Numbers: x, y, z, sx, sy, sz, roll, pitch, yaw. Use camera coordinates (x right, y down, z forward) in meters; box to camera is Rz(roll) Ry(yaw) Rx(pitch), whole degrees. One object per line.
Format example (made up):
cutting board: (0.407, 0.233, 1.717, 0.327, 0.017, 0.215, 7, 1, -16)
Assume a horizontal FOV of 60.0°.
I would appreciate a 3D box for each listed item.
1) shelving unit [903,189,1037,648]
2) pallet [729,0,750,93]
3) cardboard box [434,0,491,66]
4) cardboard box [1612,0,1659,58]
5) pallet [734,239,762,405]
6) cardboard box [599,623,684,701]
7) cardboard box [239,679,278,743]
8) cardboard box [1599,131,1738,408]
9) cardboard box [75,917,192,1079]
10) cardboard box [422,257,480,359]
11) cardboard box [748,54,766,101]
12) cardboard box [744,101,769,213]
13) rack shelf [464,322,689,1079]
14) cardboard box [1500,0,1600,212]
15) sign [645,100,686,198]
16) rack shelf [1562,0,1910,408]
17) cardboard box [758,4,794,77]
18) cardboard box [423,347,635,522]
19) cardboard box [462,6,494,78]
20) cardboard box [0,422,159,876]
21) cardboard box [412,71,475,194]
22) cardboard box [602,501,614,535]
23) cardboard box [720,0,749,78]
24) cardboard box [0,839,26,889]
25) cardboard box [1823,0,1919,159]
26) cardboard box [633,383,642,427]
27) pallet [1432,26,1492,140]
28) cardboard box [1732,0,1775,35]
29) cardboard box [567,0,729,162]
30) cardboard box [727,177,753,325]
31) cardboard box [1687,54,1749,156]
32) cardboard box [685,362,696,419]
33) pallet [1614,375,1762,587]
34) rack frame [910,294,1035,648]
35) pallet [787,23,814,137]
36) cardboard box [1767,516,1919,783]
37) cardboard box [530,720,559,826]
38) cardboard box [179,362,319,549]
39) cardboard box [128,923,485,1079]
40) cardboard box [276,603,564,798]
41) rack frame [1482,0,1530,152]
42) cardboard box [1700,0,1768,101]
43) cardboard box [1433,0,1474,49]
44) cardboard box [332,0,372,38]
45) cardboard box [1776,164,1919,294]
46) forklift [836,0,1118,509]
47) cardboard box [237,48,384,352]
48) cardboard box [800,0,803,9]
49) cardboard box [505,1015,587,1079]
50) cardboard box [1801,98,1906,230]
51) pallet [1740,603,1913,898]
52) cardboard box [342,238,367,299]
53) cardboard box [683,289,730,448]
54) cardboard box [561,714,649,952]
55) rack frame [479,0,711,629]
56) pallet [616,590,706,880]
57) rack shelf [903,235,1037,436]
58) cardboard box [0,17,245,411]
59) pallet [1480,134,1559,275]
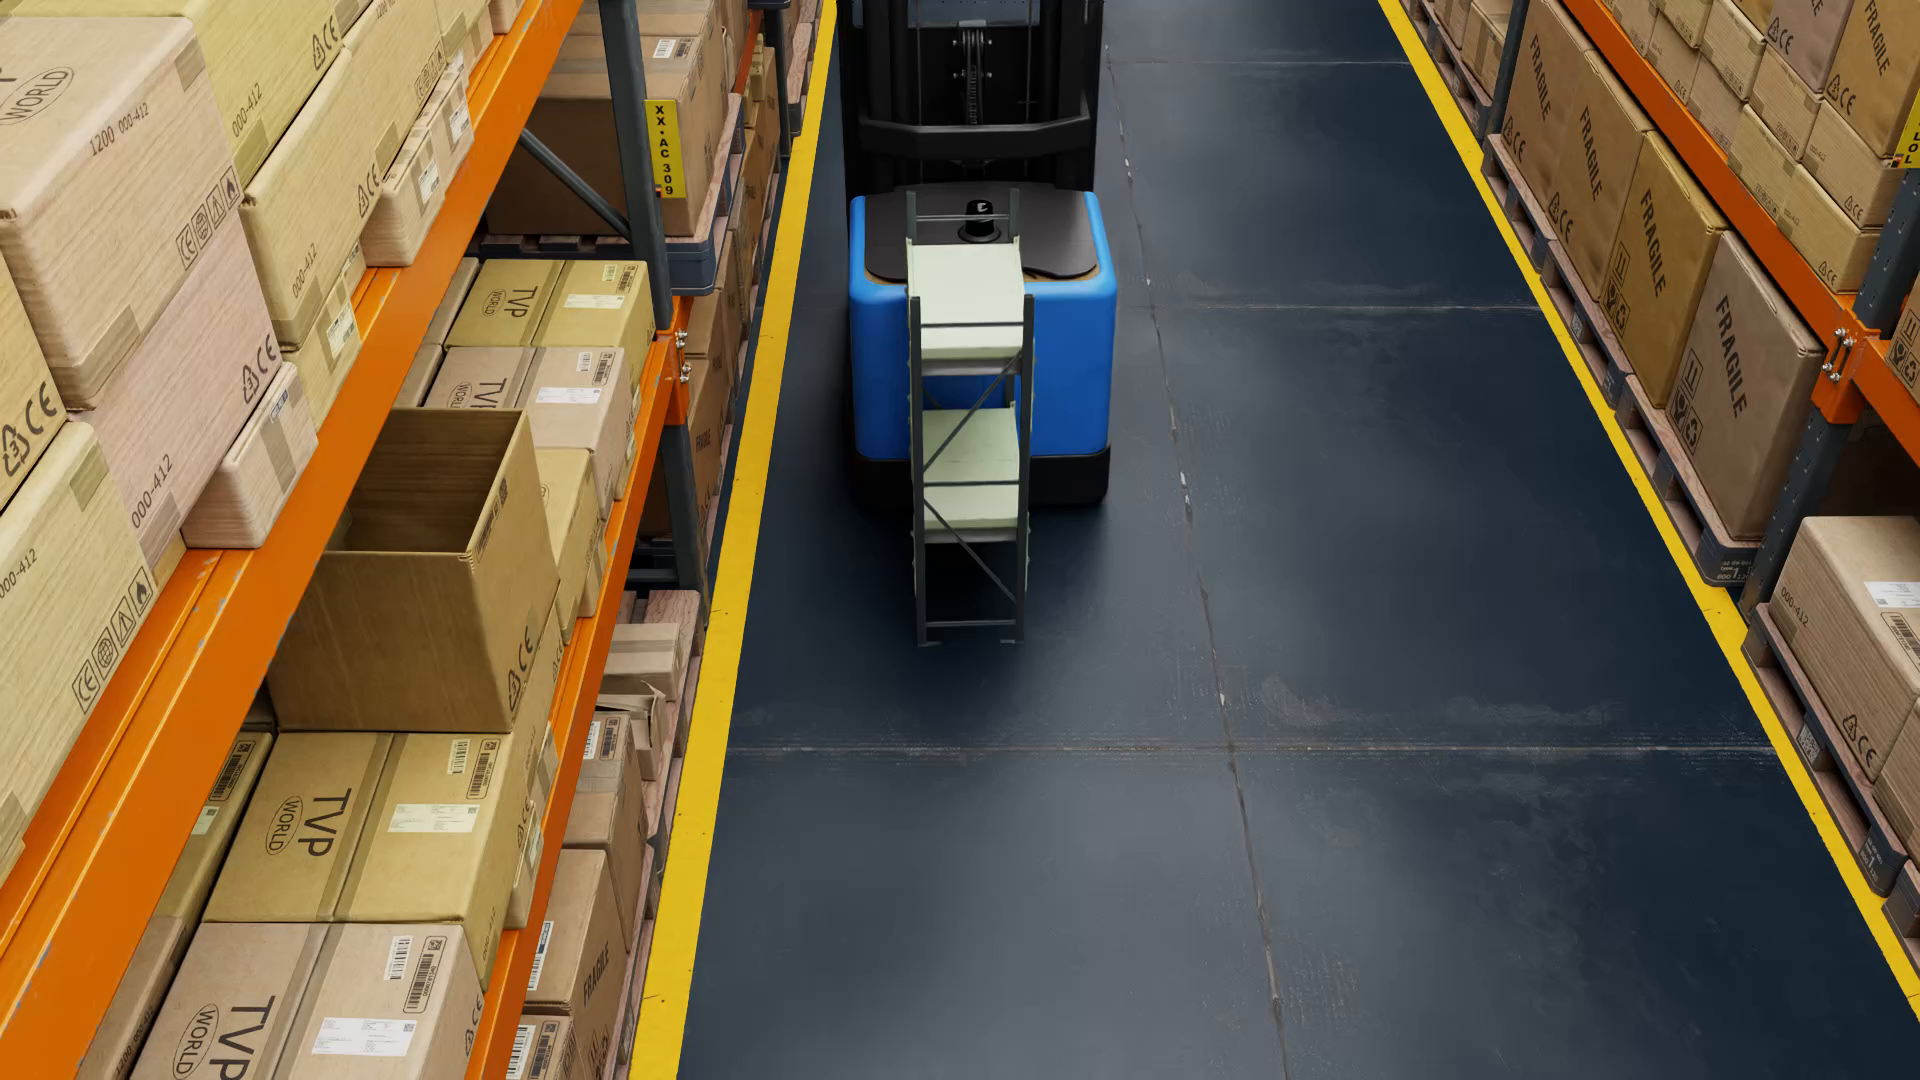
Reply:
shelving unit: (0.024, -0.422, 6.078, 0.431, 1.500, 0.755, -2, 39, -2)
pallet: (-1.460, -2.082, 7.103, 1.003, 0.211, 1.213, 0, 39, 0)
cardboard box: (-1.211, -1.153, 3.273, 0.500, 0.250, 0.500, 1, 39, 1)
cardboard box: (3.259, -2.365, 7.422, 0.500, 0.250, 0.500, 1, 39, 1)
pallet: (-1.505, -1.057, 7.900, 1.003, 0.211, 1.213, 0, 39, 0)
cardboard box: (-1.168, 0.425, 5.765, 0.380, 0.149, 0.250, -1, 39, -1)
cardboard box: (-1.719, 0.326, 3.827, 0.500, 0.250, 0.500, 0, 39, 0)
cardboard box: (3.412, -1.165, 7.168, 0.875, 0.875, 0.875, 1, 39, 1)
cardboard box: (-1.723, 0.962, 3.032, 0.500, 0.250, 0.500, 0, 39, 0)
cardboard box: (-1.731, -0.619, 5.006, 0.500, 0.250, 0.500, 0, 39, -1)
cardboard box: (-1.181, -2.335, 8.410, 0.380, 0.149, 0.250, -2, 39, -2)
cardboard box: (-1.261, -1.984, 8.490, 0.500, 0.500, 0.500, -1, 39, -1)
rack shelf: (-1.460, 0.660, 4.103, 1.077, 0.370, 4.000, 0, 39, 0)
cardboard box: (3.415, -2.282, 8.562, 0.875, 0.875, 0.875, 0, 39, 0)
sign: (-0.919, -1.214, 5.175, 0.100, 0.325, 0.005, 0, 39, 0)
rack shelf: (3.500, -1.847, 7.232, 1.077, 0.370, 4.000, 0, 39, 0)
cardboard box: (-1.454, -3.000, 9.658, 0.875, 0.625, 0.625, 1, 39, 1)
cardboard box: (-1.202, -0.297, 4.605, 0.500, 0.250, 0.500, 0, 39, 0)
cardboard box: (-1.211, -1.078, 3.498, 0.380, 0.149, 0.250, 1, 39, 1)
cardboard box: (-1.184, 0.124, 1.680, 0.500, 0.250, 0.500, 0, 39, -1)
cardboard box: (-1.135, -0.757, 3.098, 0.380, 0.149, 0.250, 1, 39, 1)
cardboard box: (-1.189, -0.085, 4.658, 0.380, 0.149, 0.250, 1, 39, 1)
cardboard box: (-1.240, -2.192, 6.670, 0.700, 0.500, 0.500, 0, 39, 0)
cardboard box: (-1.225, 0.358, 1.707, 0.380, 0.149, 0.250, 1, 39, 1)
cardboard box: (3.250, -1.586, 5.451, 0.500, 0.500, 0.500, 1, 39, 1)
cardboard box: (-1.187, -0.411, 5.066, 0.380, 0.149, 0.250, 1, 39, 1)
pallet: (3.498, -2.779, 10.049, 1.003, 0.211, 1.213, 0, 39, 0)
cardboard box: (3.261, -2.226, 6.250, 0.500, 0.500, 0.500, 1, 39, 1)
cardboard box: (-1.239, -1.701, 6.058, 0.700, 0.500, 0.500, 0, 39, 0)
cardboard box: (-1.238, -1.332, 7.677, 0.500, 0.500, 0.500, -1, 39, -2)
cardboard box: (3.268, -1.733, 6.634, 0.500, 0.250, 0.500, -1, 39, -1)
cardboard box: (-1.196, -0.538, 6.167, 0.380, 0.149, 0.250, 2, 39, 2)
pallet: (3.426, -0.272, 6.920, 1.003, 0.211, 1.213, 0, 39, 0)
rack frame: (0.040, -0.194, 5.792, 0.400, 1.500, 0.023, -2, 39, -2)
pallet: (-1.428, -2.800, 10.075, 1.003, 0.211, 1.213, 0, 39, 0)
cardboard box: (3.395, 0.351, 5.626, 0.875, 0.438, 0.875, -1, 39, -1)
cardboard box: (-1.156, 0.552, 3.864, 0.380, 0.149, 0.250, 1, 39, 1)
cardboard box: (-1.132, -0.122, 2.306, 0.380, 0.149, 0.250, 1, 39, 1)
cardboard box: (-1.189, 0.973, 3.019, 0.500, 0.250, 0.500, 0, 39, 0)
cardboard box: (-1.215, 0.336, 3.814, 0.500, 0.250, 0.500, -1, 39, -1)
rack frame: (3.497, -3.379, 8.568, 1.000, 3.000, 0.127, 0, 39, 0)
cardboard box: (3.244, -1.926, 6.475, 0.500, 0.250, 0.500, 1, 39, 1)
cardboard box: (3.498, -3.332, 10.275, 0.950, 0.372, 0.625, -1, 39, -1)
cardboard box: (-1.213, -1.022, 2.710, 0.500, 0.250, 0.500, 1, 39, 1)
cardboard box: (3.249, -1.099, 5.843, 0.500, 0.250, 0.500, -1, 39, -1)
forklift: (0.030, -2.172, 7.116, 1.130, 2.935, 3.031, -2, 39, -2)
cardboard box: (-1.194, -0.514, 2.476, 0.500, 0.250, 0.500, -1, 39, -1)
cardboard box: (-1.463, -3.830, 10.693, 0.875, 0.625, 0.625, -2, 39, -2)
cardboard box: (-1.325, 1.524, 4.112, 0.700, 0.500, 0.500, 1, 39, 2)
cardboard box: (3.258, -1.289, 5.681, 0.500, 0.250, 0.500, 0, 39, 0)
pallet: (3.424, 0.686, 5.725, 1.003, 0.211, 1.213, 0, 39, 0)
cardboard box: (-1.202, -0.441, 2.704, 0.380, 0.149, 0.250, 0, 39, -1)
cardboard box: (-1.248, -0.696, 6.882, 0.500, 0.500, 0.500, -1, 39, -1)
cardboard box: (-1.326, 0.875, 4.922, 0.700, 0.500, 0.500, -1, 39, -2)
rack frame: (-1.462, -0.871, 5.439, 1.000, 3.000, 0.127, 0, 39, 0)
pallet: (-1.462, 0.646, 5.775, 1.003, 0.211, 1.213, 0, 39, 0)
rack shelf: (0.024, -0.727, 5.834, 0.431, 0.370, 0.720, -2, 39, -2)
cardboard box: (-1.188, -0.389, 1.920, 0.500, 0.250, 0.500, 0, 39, 0)
pallet: (3.423, -1.798, 8.824, 1.003, 0.211, 1.213, 0, 39, 0)
